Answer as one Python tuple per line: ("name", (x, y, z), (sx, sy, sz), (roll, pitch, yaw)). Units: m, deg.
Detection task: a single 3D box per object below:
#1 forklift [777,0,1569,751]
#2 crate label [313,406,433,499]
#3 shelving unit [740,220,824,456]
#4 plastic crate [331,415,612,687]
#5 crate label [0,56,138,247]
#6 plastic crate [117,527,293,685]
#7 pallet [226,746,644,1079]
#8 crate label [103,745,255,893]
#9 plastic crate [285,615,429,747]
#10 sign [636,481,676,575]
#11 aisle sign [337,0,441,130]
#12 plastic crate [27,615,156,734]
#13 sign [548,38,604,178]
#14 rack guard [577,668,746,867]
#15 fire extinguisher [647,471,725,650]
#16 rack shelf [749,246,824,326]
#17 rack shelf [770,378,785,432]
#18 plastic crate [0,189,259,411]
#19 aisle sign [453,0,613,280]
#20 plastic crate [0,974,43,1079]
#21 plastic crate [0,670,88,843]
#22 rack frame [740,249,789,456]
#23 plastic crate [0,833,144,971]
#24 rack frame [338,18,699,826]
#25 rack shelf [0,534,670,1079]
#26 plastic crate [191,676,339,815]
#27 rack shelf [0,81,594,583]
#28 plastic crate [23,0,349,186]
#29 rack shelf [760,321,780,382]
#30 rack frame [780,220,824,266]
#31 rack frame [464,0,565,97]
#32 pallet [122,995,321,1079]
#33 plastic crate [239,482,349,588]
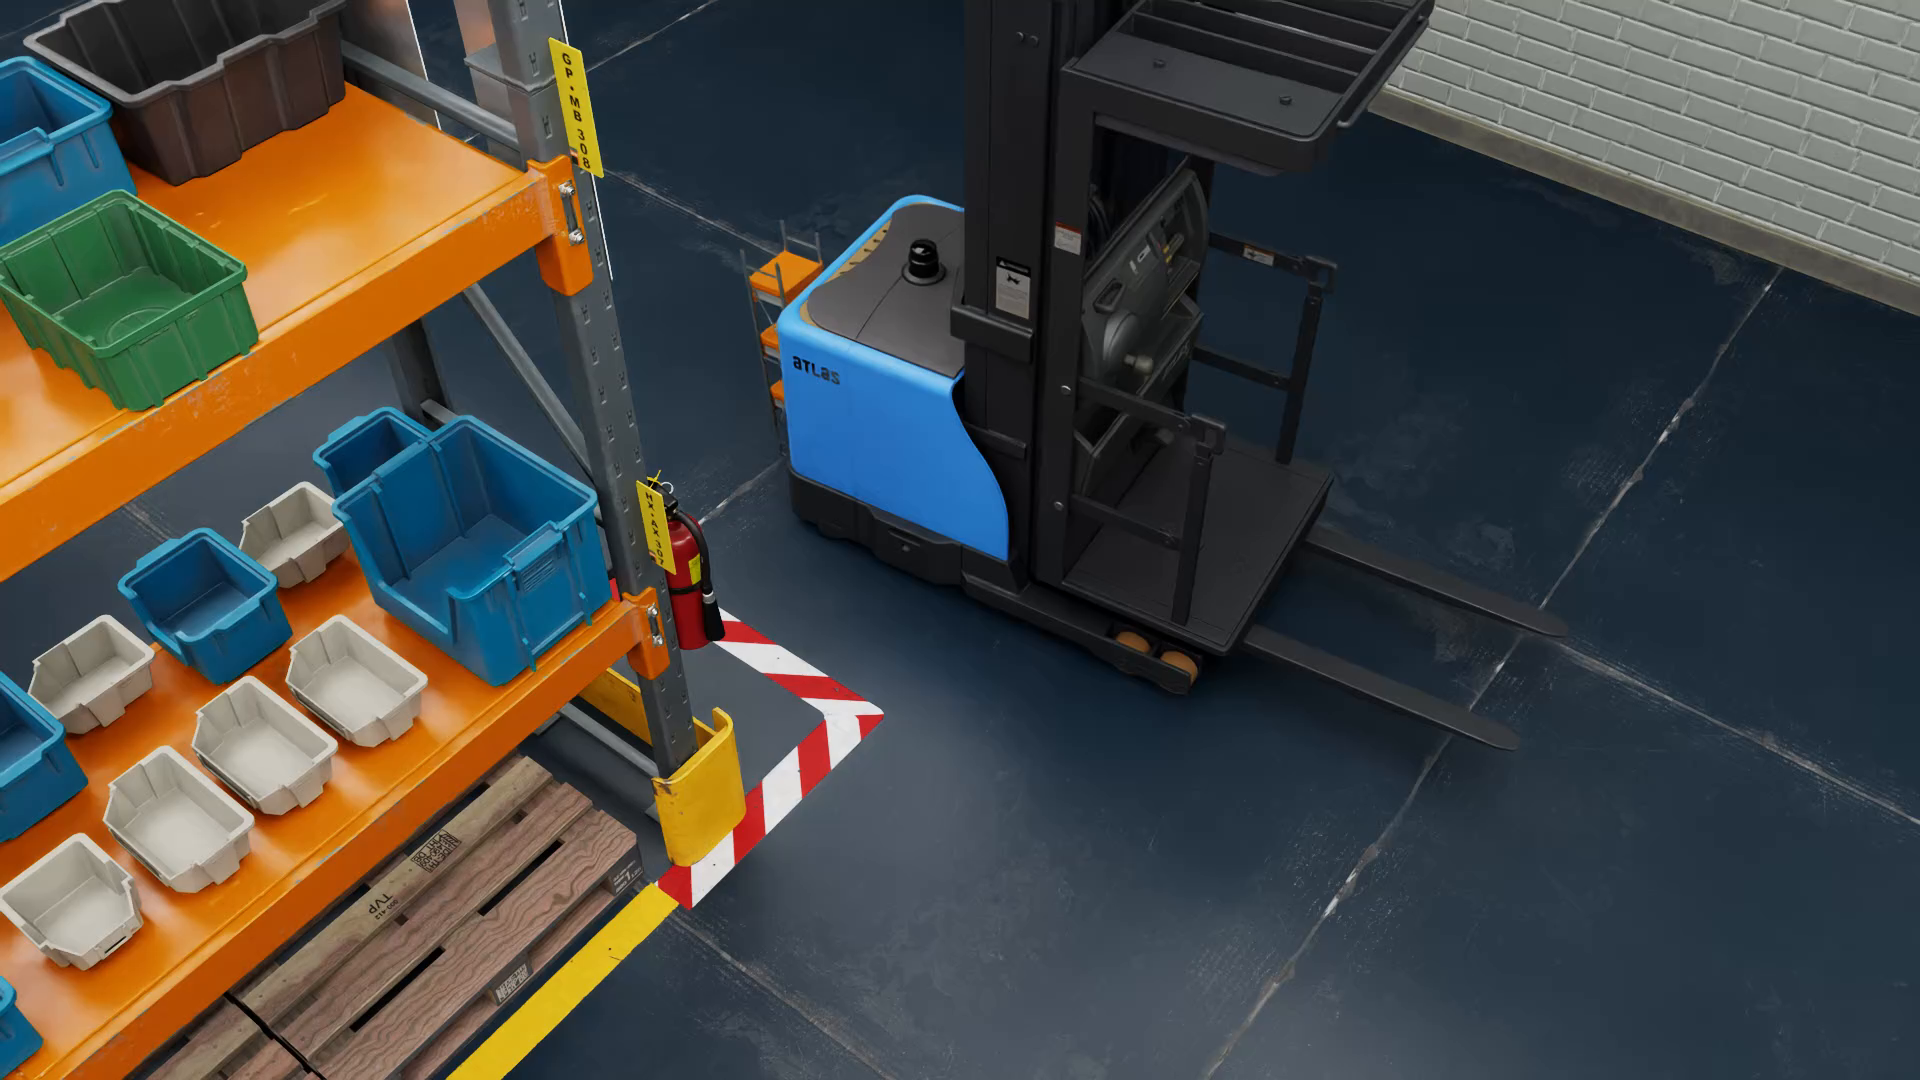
("forklift", (0.827, -0.869, 5.718), (3.031, 2.935, 1.130), (23, 50, 20))
("crate label", (-1.726, -0.177, 5.084), (0.416, 0.233, 0.303), (29, 53, 25))
("shelving unit", (-0.677, -0.799, 6.940), (0.215, 1.050, 0.252), (24, 51, 28))
("plastic crate", (-1.371, 0.031, 4.745), (0.616, 0.435, 0.499), (29, 53, 25))
("crate label", (-2.134, -0.810, 3.642), (0.408, 0.251, 0.502), (29, 53, 25))
("plastic crate", (-2.128, 0.199, 4.724), (0.416, 0.233, 0.300), (29, 53, 25))
("pallet", (-1.849, 1.208, 5.615), (1.003, 0.211, 1.213), (29, 53, 25))
("crate label", (-2.009, 0.737, 4.278), (0.396, 0.136, 0.243), (29, 53, 25))
("plastic crate", (-1.670, 0.407, 4.592), (0.396, 0.136, 0.243), (29, 53, 25))
("sign", (-0.869, -0.033, 4.759), (0.100, 0.325, 0.005), (29, 53, 25))
("aisle sign", (-1.505, -1.281, 4.266), (0.394, 0.787, 0.004), (29, 53, 25))
("plastic crate", (-2.402, 0.391, 4.608), (0.250, 0.136, 0.298), (29, 53, 25))
("sign", (-0.869, -0.976, 3.771), (0.100, 0.325, 0.005), (29, 53, 25))
("rack guard", (-1.310, 0.634, 5.964), (1.175, 0.500, 0.348), (29, 53, 25))
("fire extinguisher", (-0.862, 0.060, 5.094), (0.296, 0.674, 0.183), (29, 53, 25))
("rack shelf", (-0.696, -0.997, 6.753), (0.215, 0.259, 0.240), (24, 51, 28))
("rack shelf", (-0.656, -0.589, 7.137), (0.215, 0.259, 0.240), (24, 51, 28))
("plastic crate", (-1.691, -0.482, 3.373), (0.450, 0.188, 0.336), (29, 53, 25))
("aisle sign", (-1.038, -1.020, 4.017), (0.394, 0.787, 0.004), (29, 53, 25))
("plastic crate", (-2.367, 1.115, 3.849), (0.416, 0.233, 0.300), (29, 53, 25))
("plastic crate", (-2.531, 0.576, 4.364), (0.416, 0.233, 0.300), (29, 53, 25))
("rack frame", (-0.749, -0.728, 6.872), (0.200, 1.050, 0.008), (24, 51, 28))
("plastic crate", (-2.175, 0.914, 4.108), (0.298, 0.136, 0.250), (29, 53, 25))
("rack frame", (-1.314, -0.210, 5.041), (1.000, 3.000, 0.127), (29, 53, 25))
("rack shelf", (-2.537, 1.183, 4.208), (1.077, 0.370, 4.000), (29, 53, 25))
("plastic crate", (-1.858, 0.566, 4.440), (0.396, 0.136, 0.243), (29, 53, 25))
("rack shelf", (-2.537, 0.147, 3.123), (1.077, 0.370, 4.000), (29, 53, 25))
("plastic crate", (-1.770, -1.104, 3.911), (0.497, 0.269, 0.590), (29, 53, 25))
("rack shelf", (-0.676, -0.791, 6.947), (0.215, 0.259, 0.240), (24, 51, 28))
("rack frame", (-0.605, -0.870, 7.008), (0.200, 1.050, 0.008), (24, 51, 28))
("rack frame", (-1.314, -2.282, 2.872), (1.000, 3.000, 0.127), (29, 53, 25))
("pallet", (-2.595, 1.903, 4.951), (1.003, 0.211, 1.213), (29, 53, 25))
("plastic crate", (-1.987, 0.003, 4.978), (0.250, 0.136, 0.298), (29, 53, 25))
